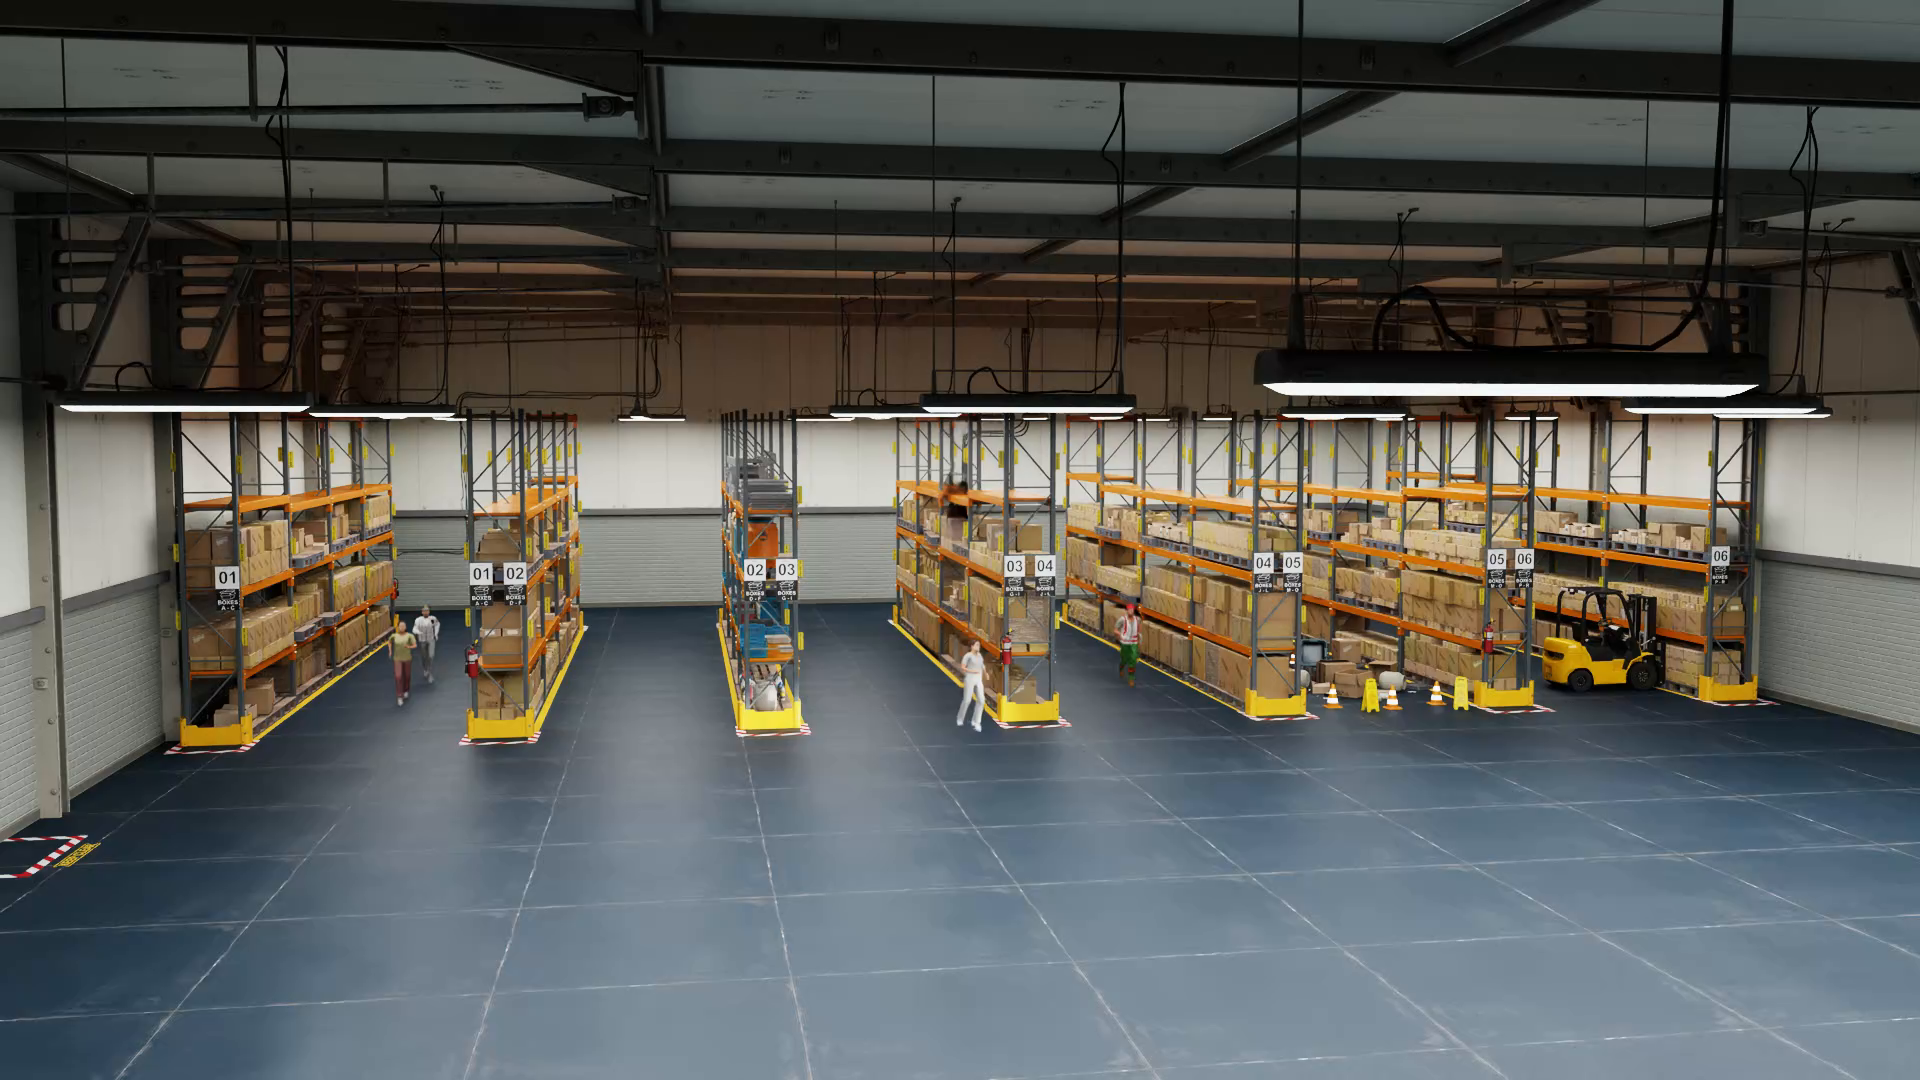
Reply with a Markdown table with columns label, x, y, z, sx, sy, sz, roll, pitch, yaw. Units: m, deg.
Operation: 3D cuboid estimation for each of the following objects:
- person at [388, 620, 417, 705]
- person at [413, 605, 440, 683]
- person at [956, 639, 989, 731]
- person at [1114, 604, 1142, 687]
| label | x | y | z | sx | sy | sz | roll | pitch | yaw |
| --- | --- | --- | --- | --- | --- | --- | --- | --- | --- |
| person | -11.428 | 2.483 | 34.113 | 0.568 | 1.678 | 0.940 | -1 | 4 | -19 |
| person | -11.922 | 2.283 | 37.158 | 0.562 | 1.719 | 0.857 | -1 | 4 | -14 |
| person | 0.291 | 2.706 | 31.358 | 0.621 | 1.690 | 0.712 | -3 | 5 | -35 |
| person | 3.706 | 2.281 | 36.568 | 0.685 | 1.775 | 1.032 | -1 | 4 | -12 |
